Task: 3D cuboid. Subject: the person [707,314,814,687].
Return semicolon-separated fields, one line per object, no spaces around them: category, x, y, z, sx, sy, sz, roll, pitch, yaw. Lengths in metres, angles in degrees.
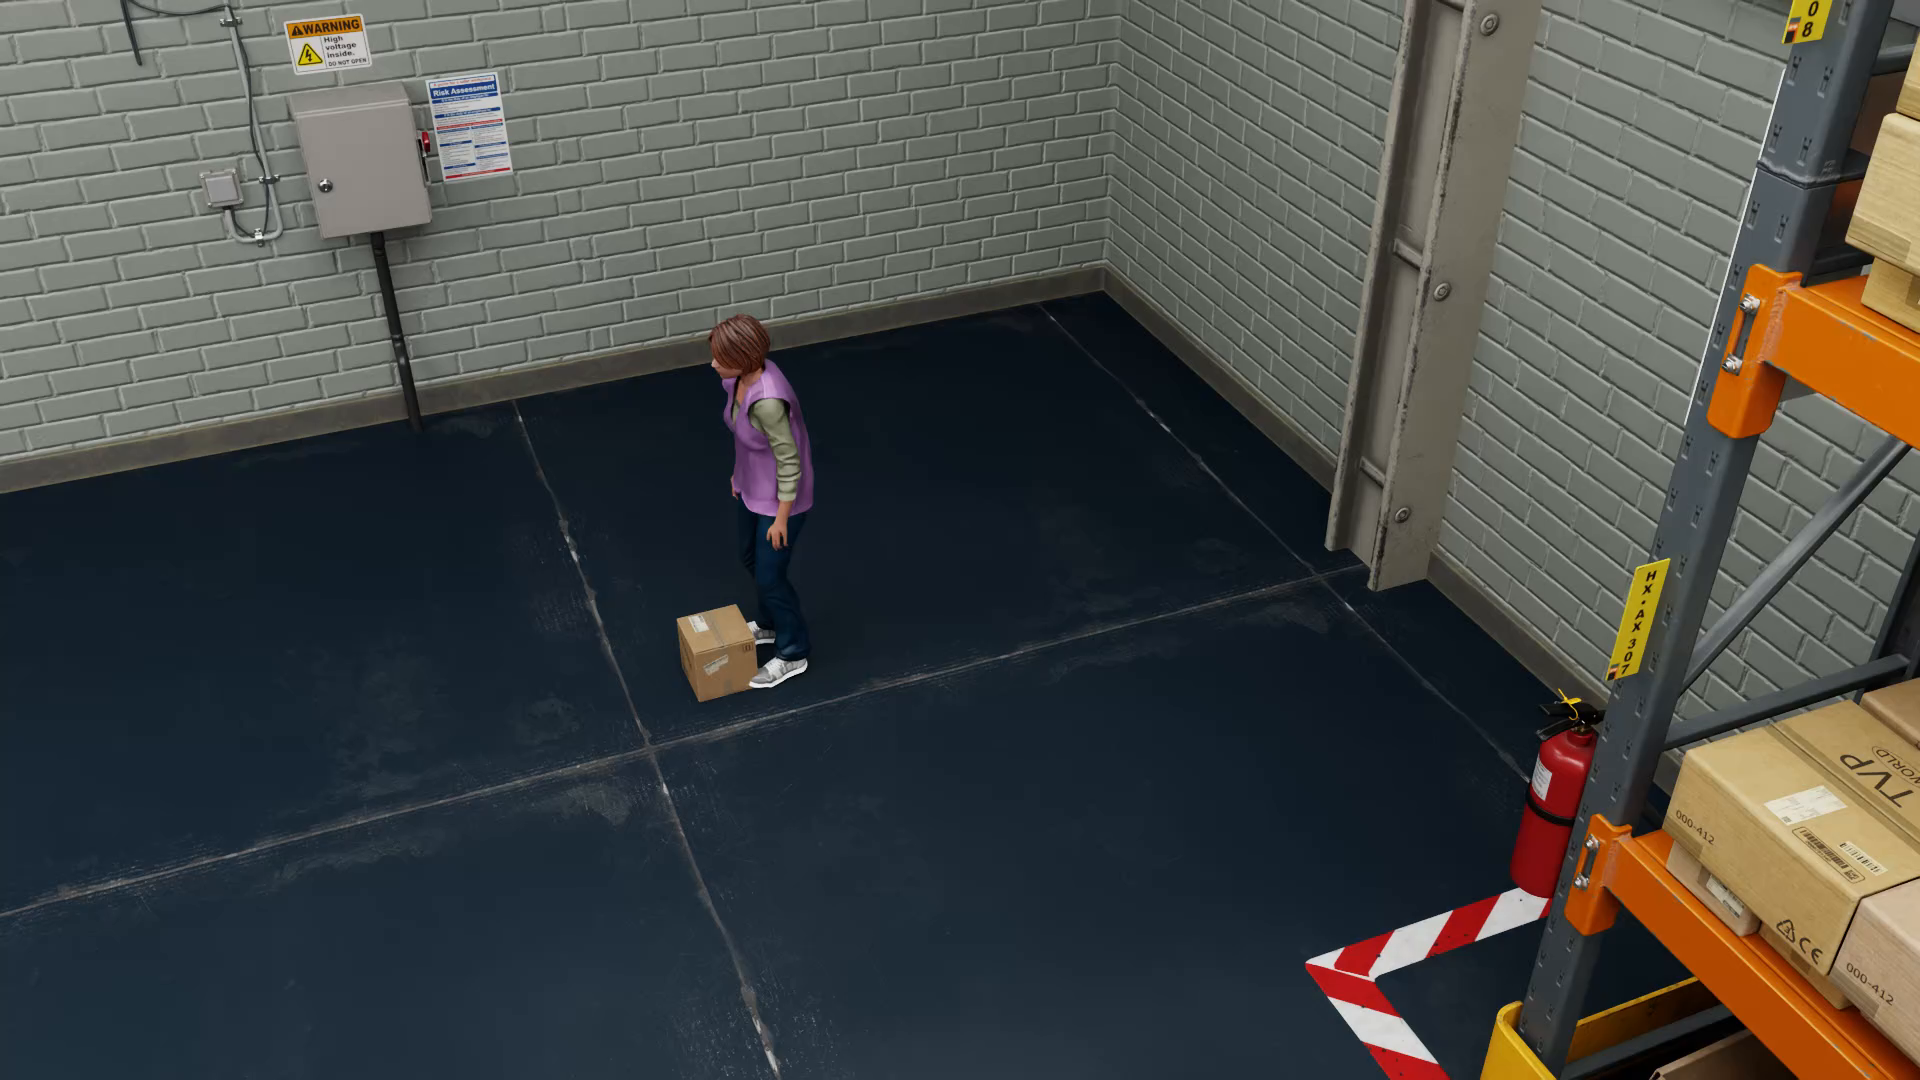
person;-0.748;-0.159;6.388;0.346;1.592;0.484;-15;37;-22
